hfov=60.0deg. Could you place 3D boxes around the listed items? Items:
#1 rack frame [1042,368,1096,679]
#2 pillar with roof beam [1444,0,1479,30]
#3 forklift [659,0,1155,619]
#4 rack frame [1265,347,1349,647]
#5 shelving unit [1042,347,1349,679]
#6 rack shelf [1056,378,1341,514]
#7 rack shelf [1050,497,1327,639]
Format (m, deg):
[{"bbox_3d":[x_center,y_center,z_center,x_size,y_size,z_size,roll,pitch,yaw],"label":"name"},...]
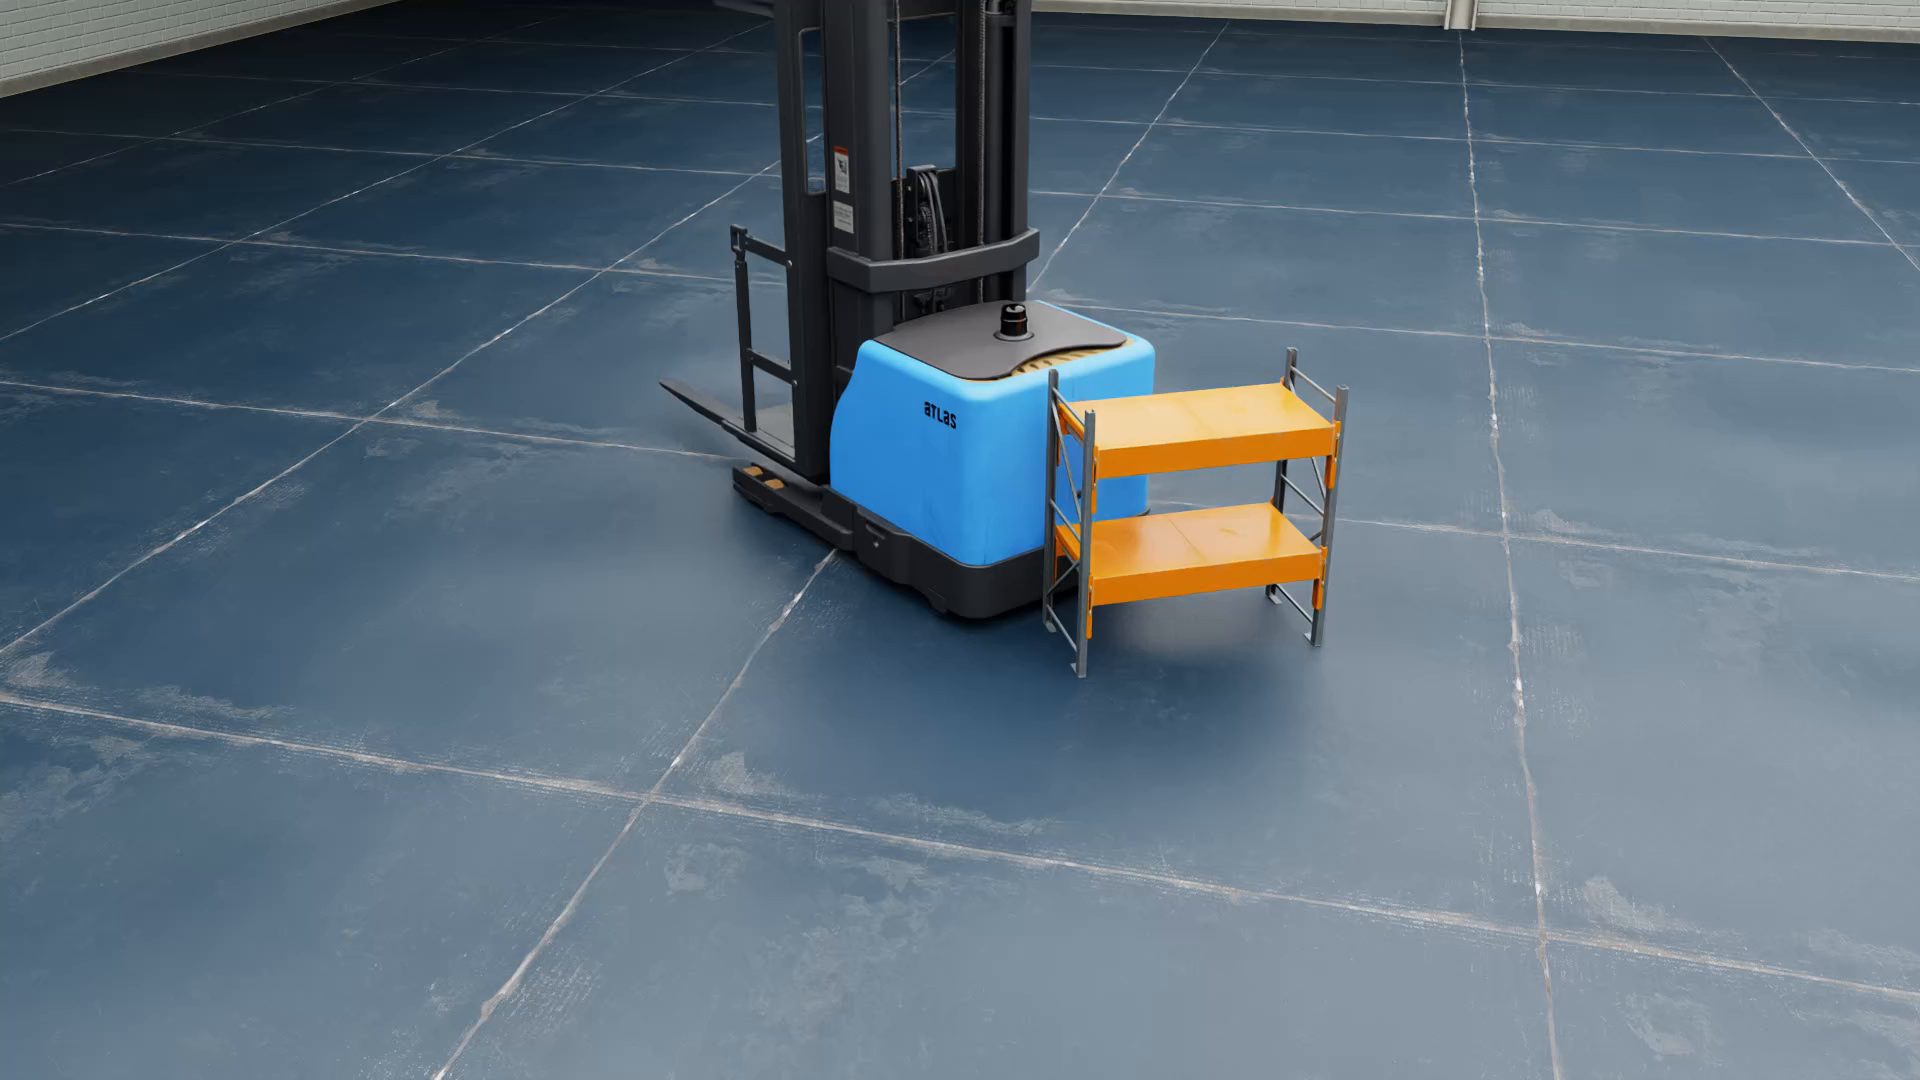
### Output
[{"bbox_3d":[0.424,-0.064,6.575,0.032,1.125,0.500,-6,26,-13],"label":"rack frame"},{"bbox_3d":[5.515,-9.026,16.240,0.400,9.000,9.100,6,26,13],"label":"pillar with roof beam"},{"bbox_3d":[-0.456,-1.566,7.629,1.130,2.935,3.031,-18,31,-33],"label":"forklift"},{"bbox_3d":[1.409,-0.173,6.804,0.032,1.125,0.500,-6,26,-13],"label":"rack frame"},{"bbox_3d":[0.917,-0.118,6.690,1.048,1.125,0.538,-6,26,-13],"label":"shelving unit"},{"bbox_3d":[0.917,-0.382,6.564,1.000,0.278,0.538,-6,26,-13],"label":"rack shelf"},{"bbox_3d":[0.917,0.103,6.795,1.000,0.278,0.538,-6,26,-13],"label":"rack shelf"}]
